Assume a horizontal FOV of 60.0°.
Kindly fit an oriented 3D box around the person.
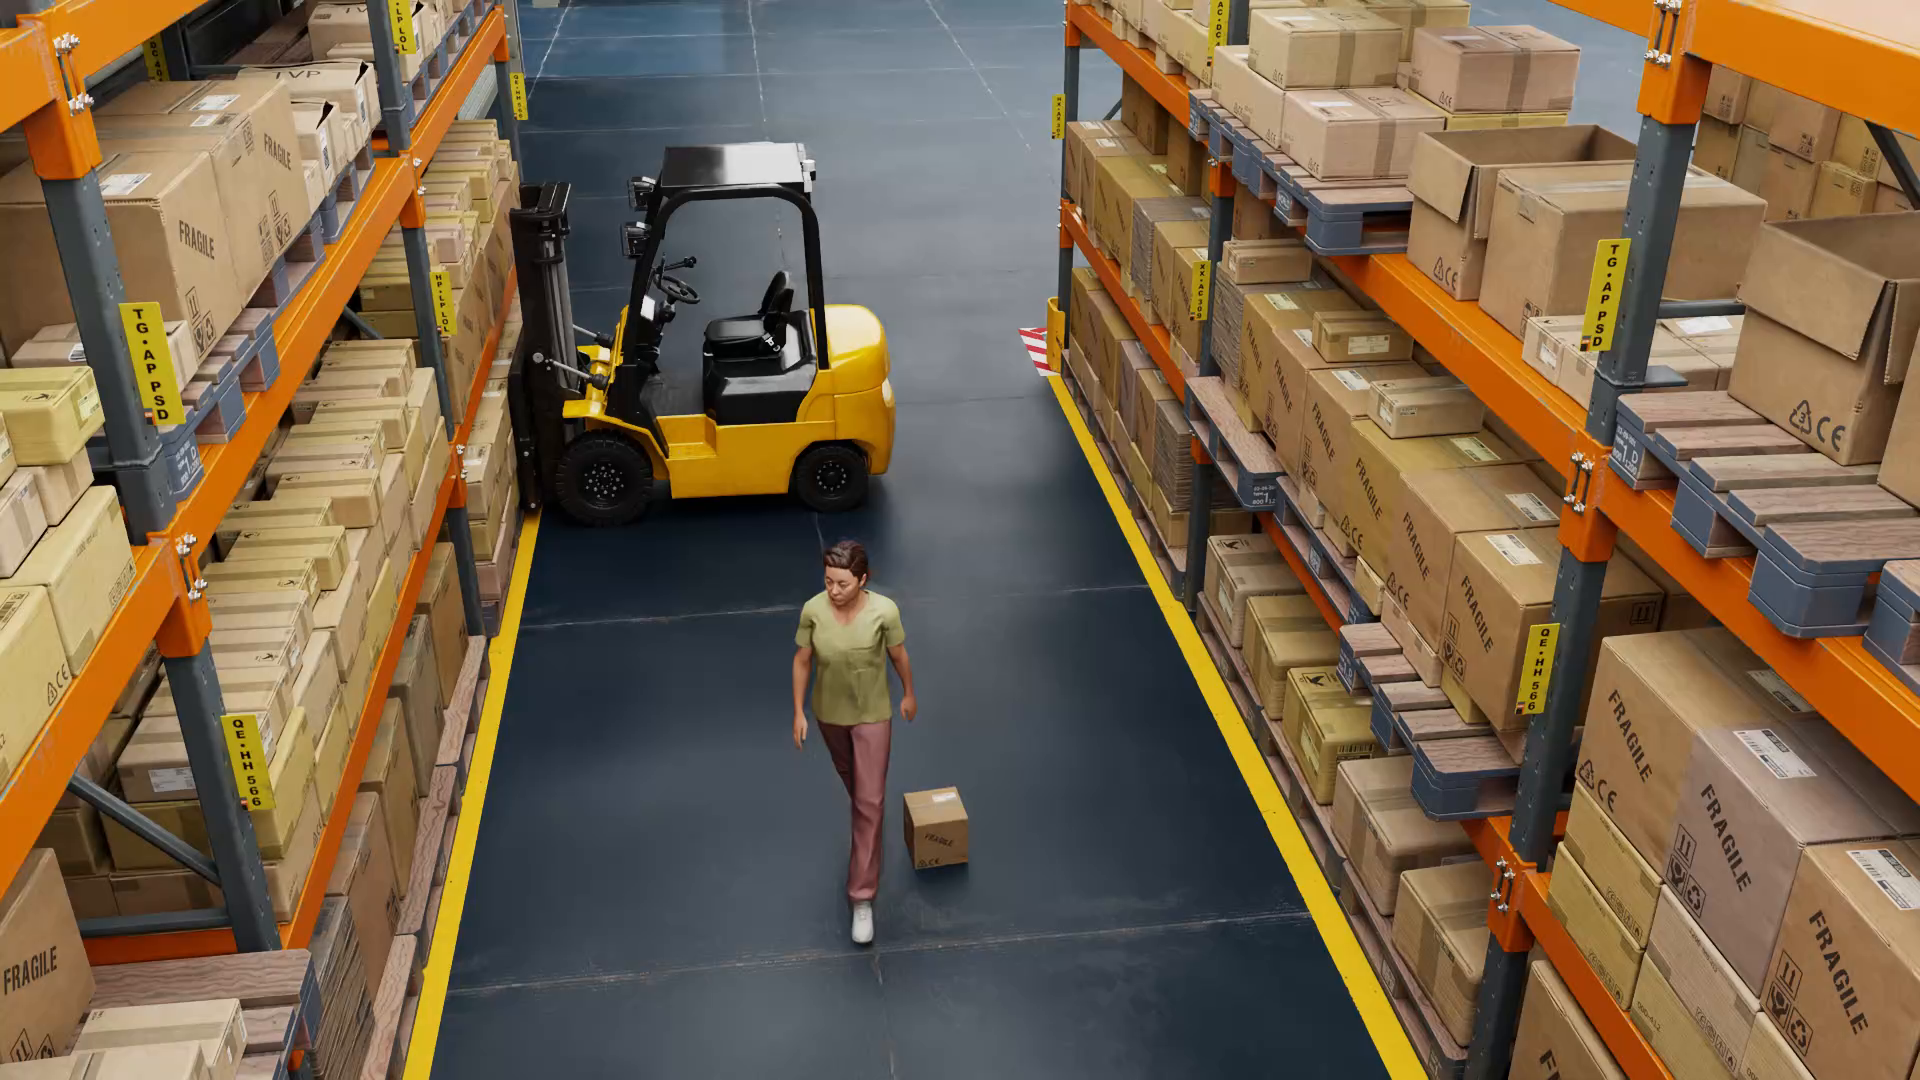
[{"bbox_3d":[-0.486,0.768,7.103,0.491,1.627,0.947,6,28,12],"label":"person"}]
